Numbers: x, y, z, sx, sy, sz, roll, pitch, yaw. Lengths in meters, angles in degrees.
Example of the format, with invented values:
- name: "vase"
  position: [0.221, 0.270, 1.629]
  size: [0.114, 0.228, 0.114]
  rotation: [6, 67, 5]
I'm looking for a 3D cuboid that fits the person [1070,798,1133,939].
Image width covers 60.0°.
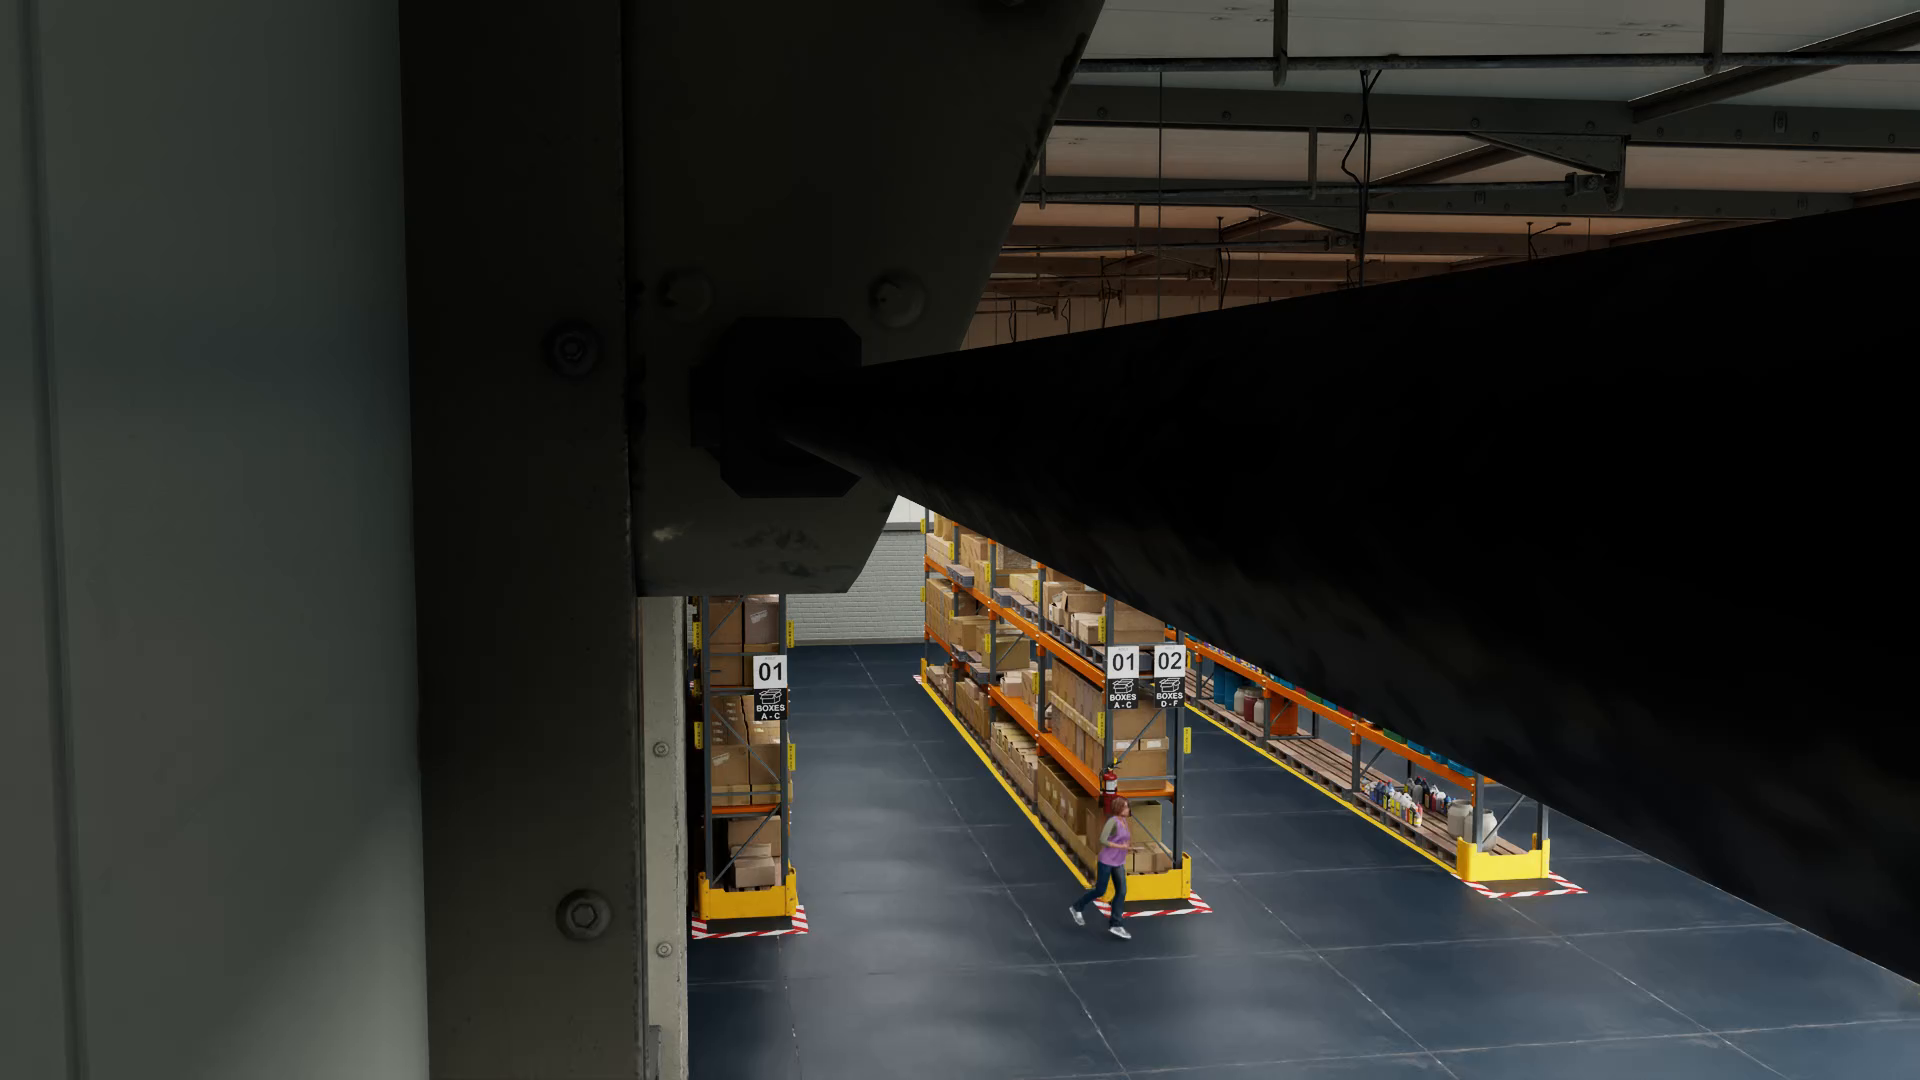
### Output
- name: "person"
  position: [1.783, 3.817, 19.636]
  size: [0.848, 1.565, 0.567]
  rotation: [4, 7, 40]
